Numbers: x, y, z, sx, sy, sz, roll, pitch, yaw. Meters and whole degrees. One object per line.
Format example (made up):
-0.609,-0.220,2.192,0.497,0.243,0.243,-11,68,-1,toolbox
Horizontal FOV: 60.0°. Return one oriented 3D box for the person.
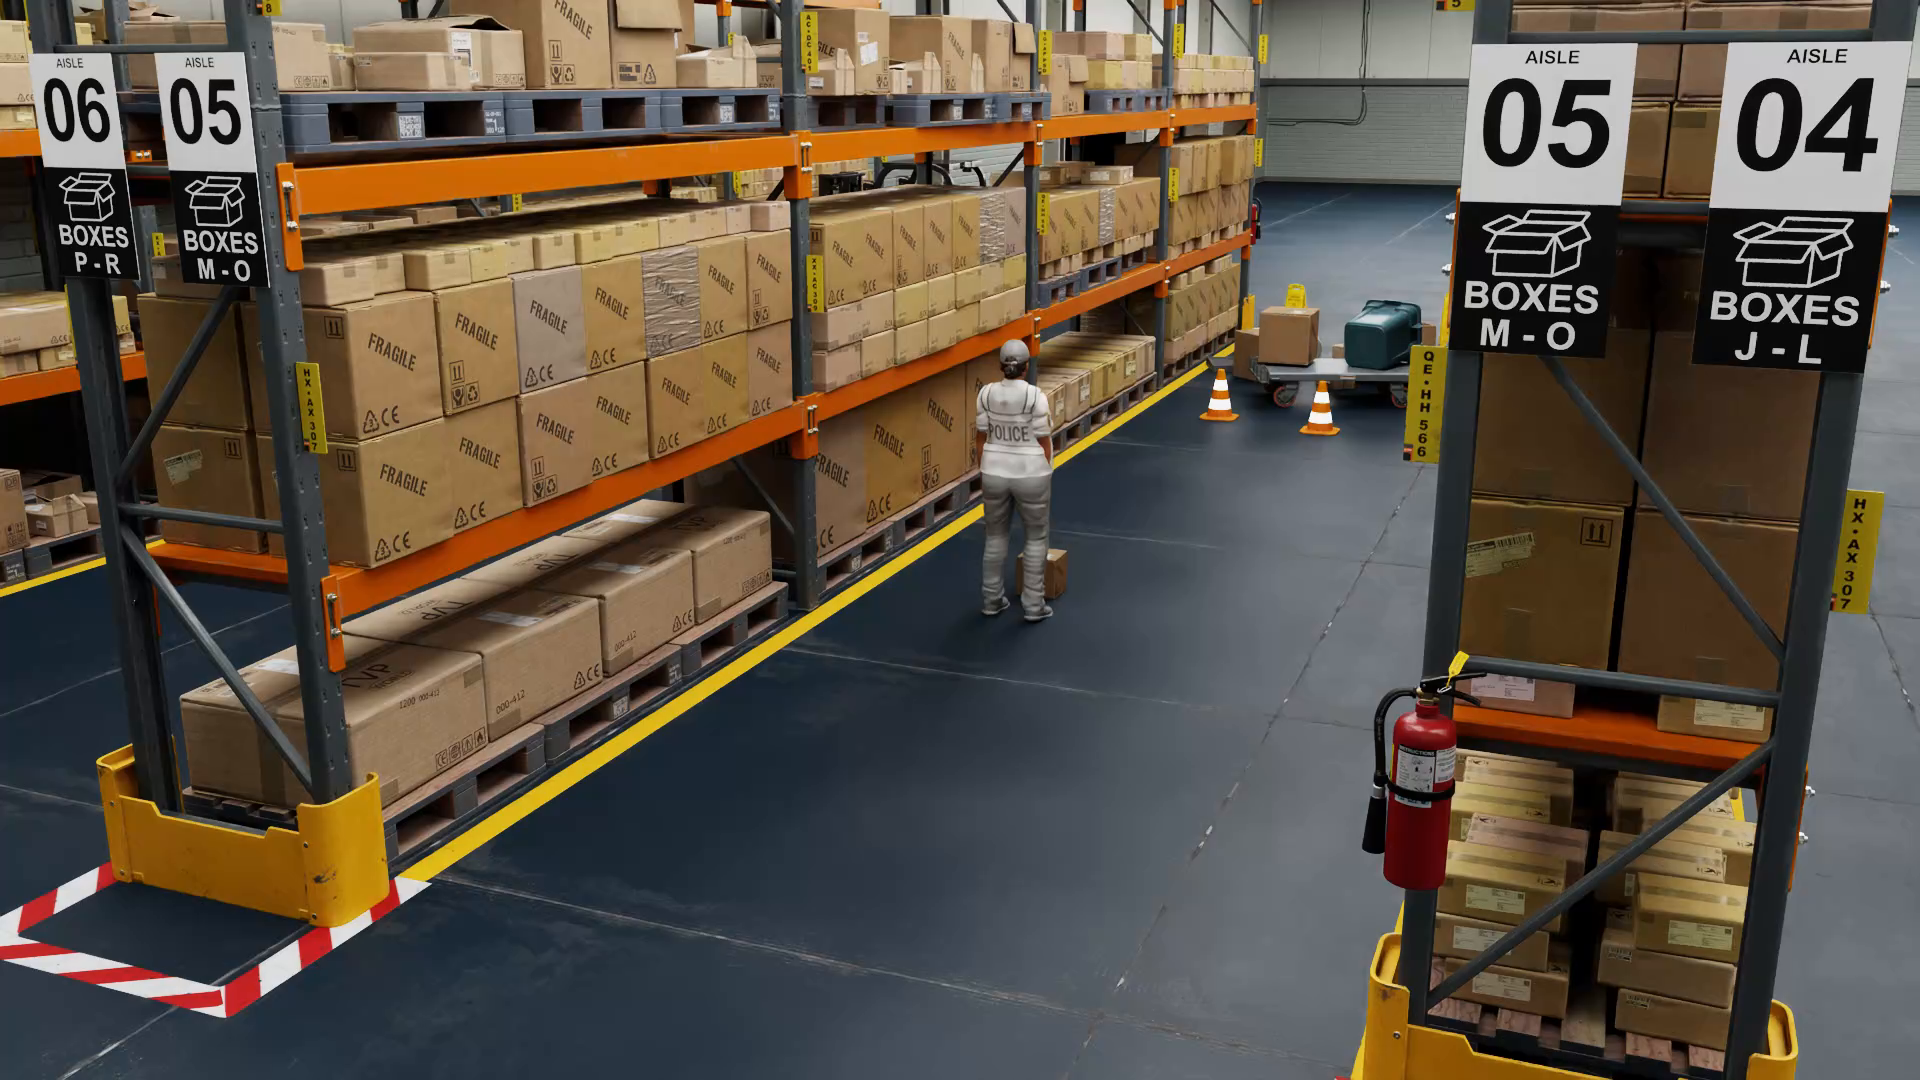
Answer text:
0.323,-0.351,9.820,0.468,1.666,0.390,6,17,22,person
